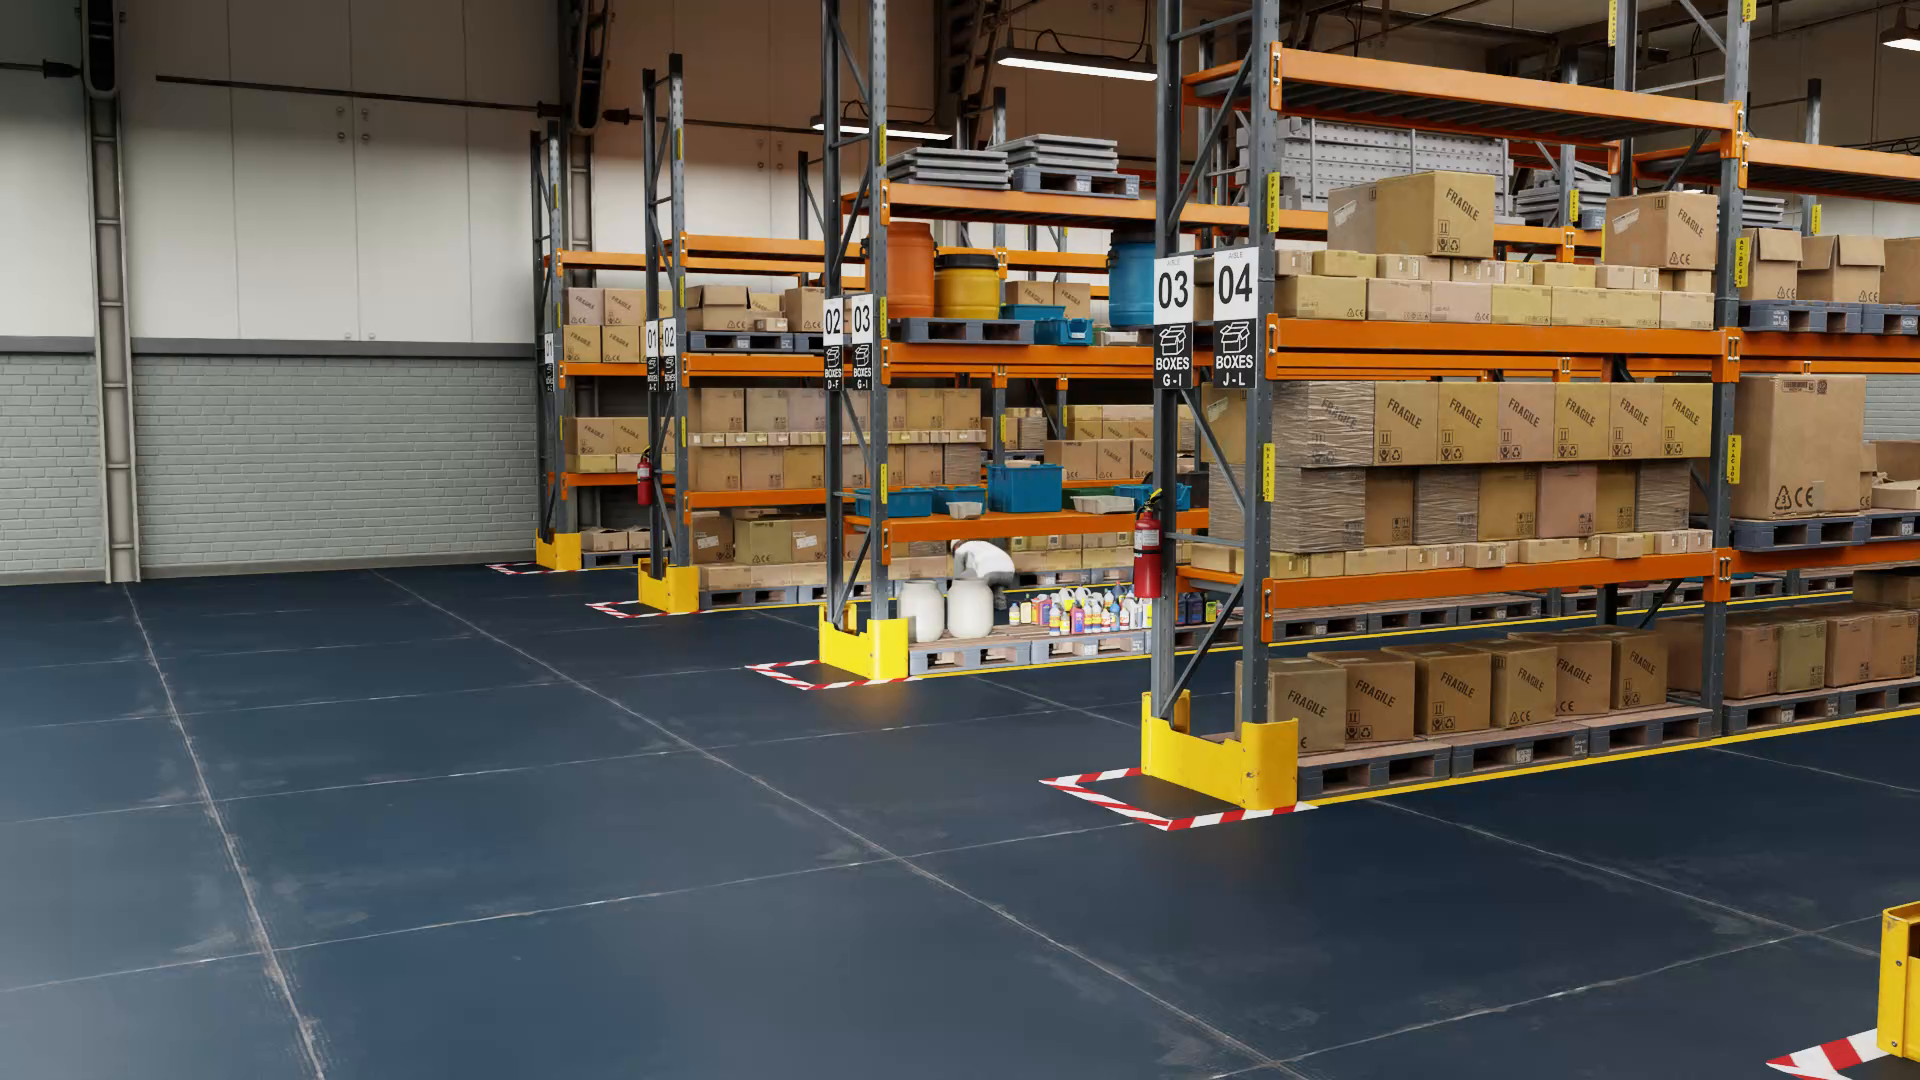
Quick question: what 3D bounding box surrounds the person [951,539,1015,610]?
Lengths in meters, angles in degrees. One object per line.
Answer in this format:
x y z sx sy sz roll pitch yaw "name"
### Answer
0.212 0.410 18.573 0.521 0.854 0.964 -3 6 -29 "person"
